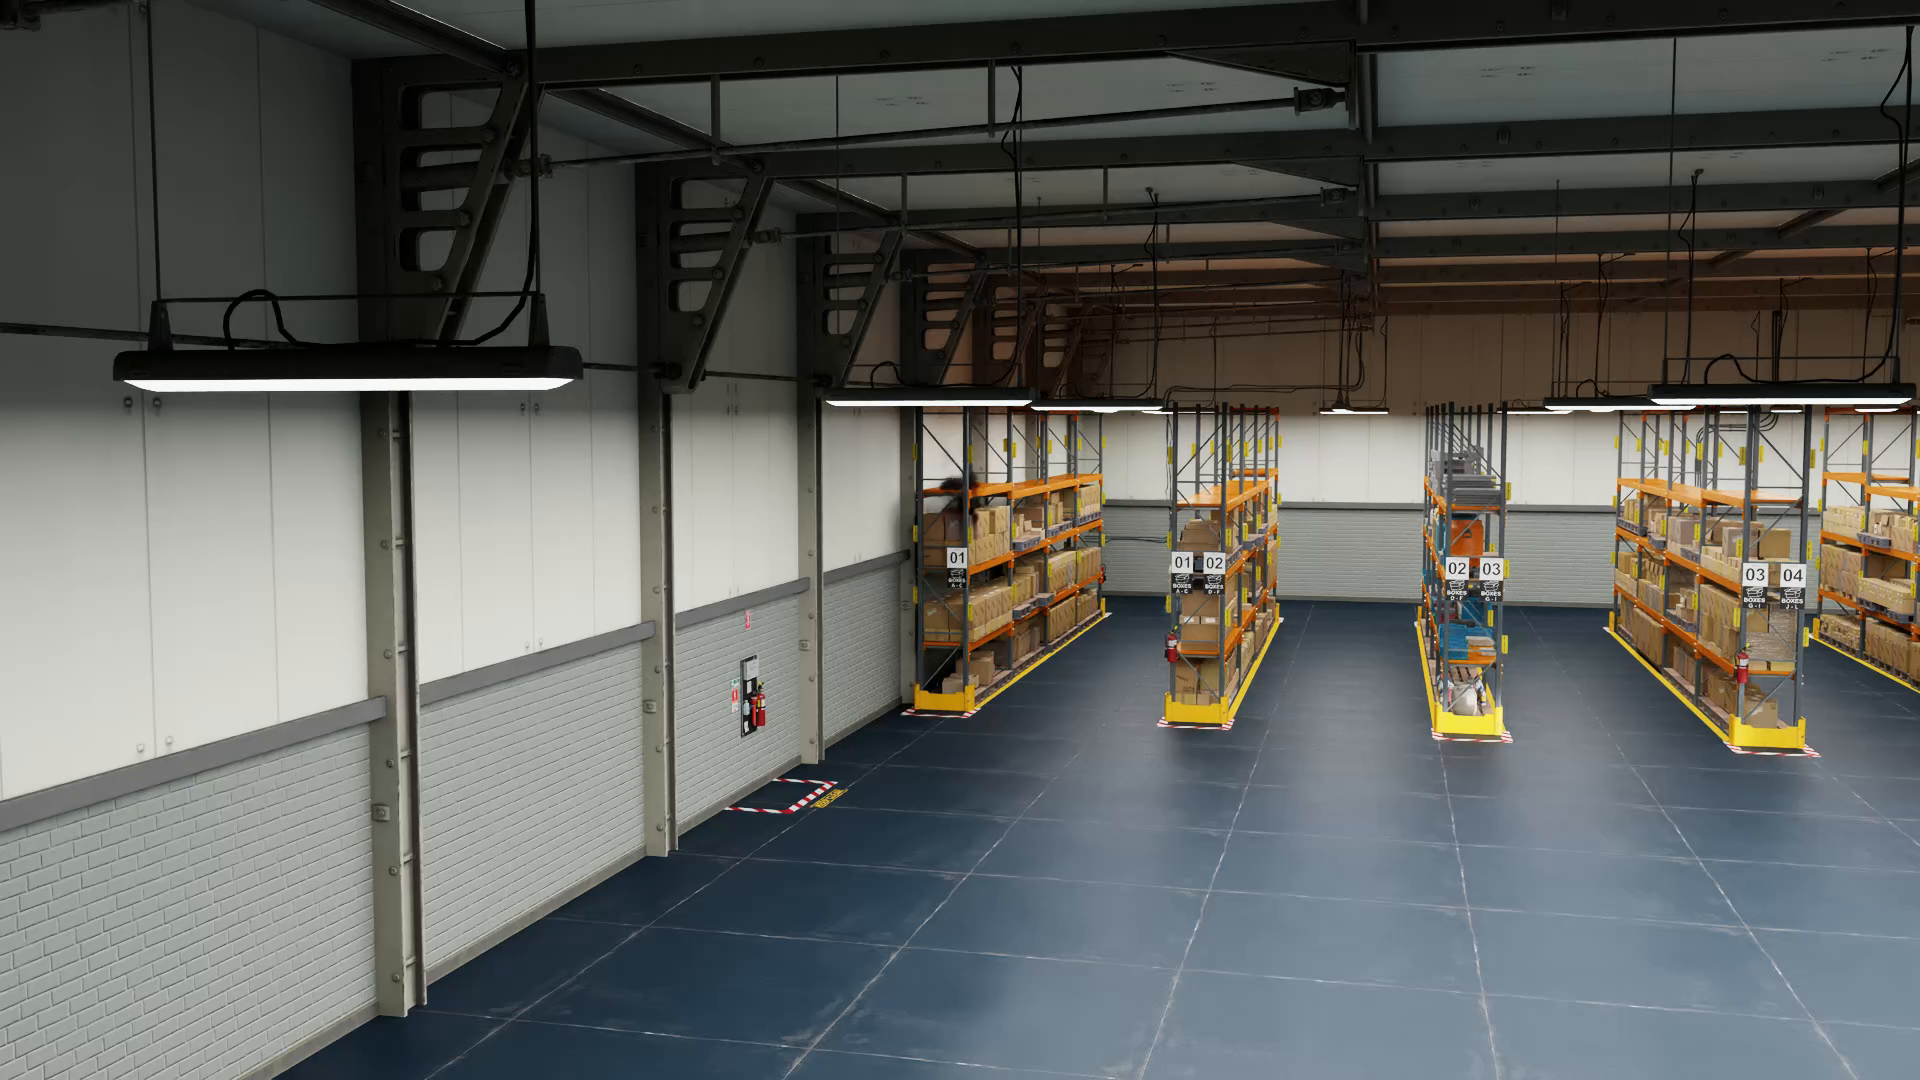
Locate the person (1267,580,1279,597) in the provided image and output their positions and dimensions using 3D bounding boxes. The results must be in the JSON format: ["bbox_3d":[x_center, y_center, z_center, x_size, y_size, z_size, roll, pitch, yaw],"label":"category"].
[{"bbox_3d":[8.829,1.330,47.875,0.640,1.753,0.684,1,4,18],"label":"person"}]

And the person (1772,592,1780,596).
[{"bbox_3d":[20.613,1.832,41.921,0.586,1.636,0.810,1,4,19],"label":"person"}]
